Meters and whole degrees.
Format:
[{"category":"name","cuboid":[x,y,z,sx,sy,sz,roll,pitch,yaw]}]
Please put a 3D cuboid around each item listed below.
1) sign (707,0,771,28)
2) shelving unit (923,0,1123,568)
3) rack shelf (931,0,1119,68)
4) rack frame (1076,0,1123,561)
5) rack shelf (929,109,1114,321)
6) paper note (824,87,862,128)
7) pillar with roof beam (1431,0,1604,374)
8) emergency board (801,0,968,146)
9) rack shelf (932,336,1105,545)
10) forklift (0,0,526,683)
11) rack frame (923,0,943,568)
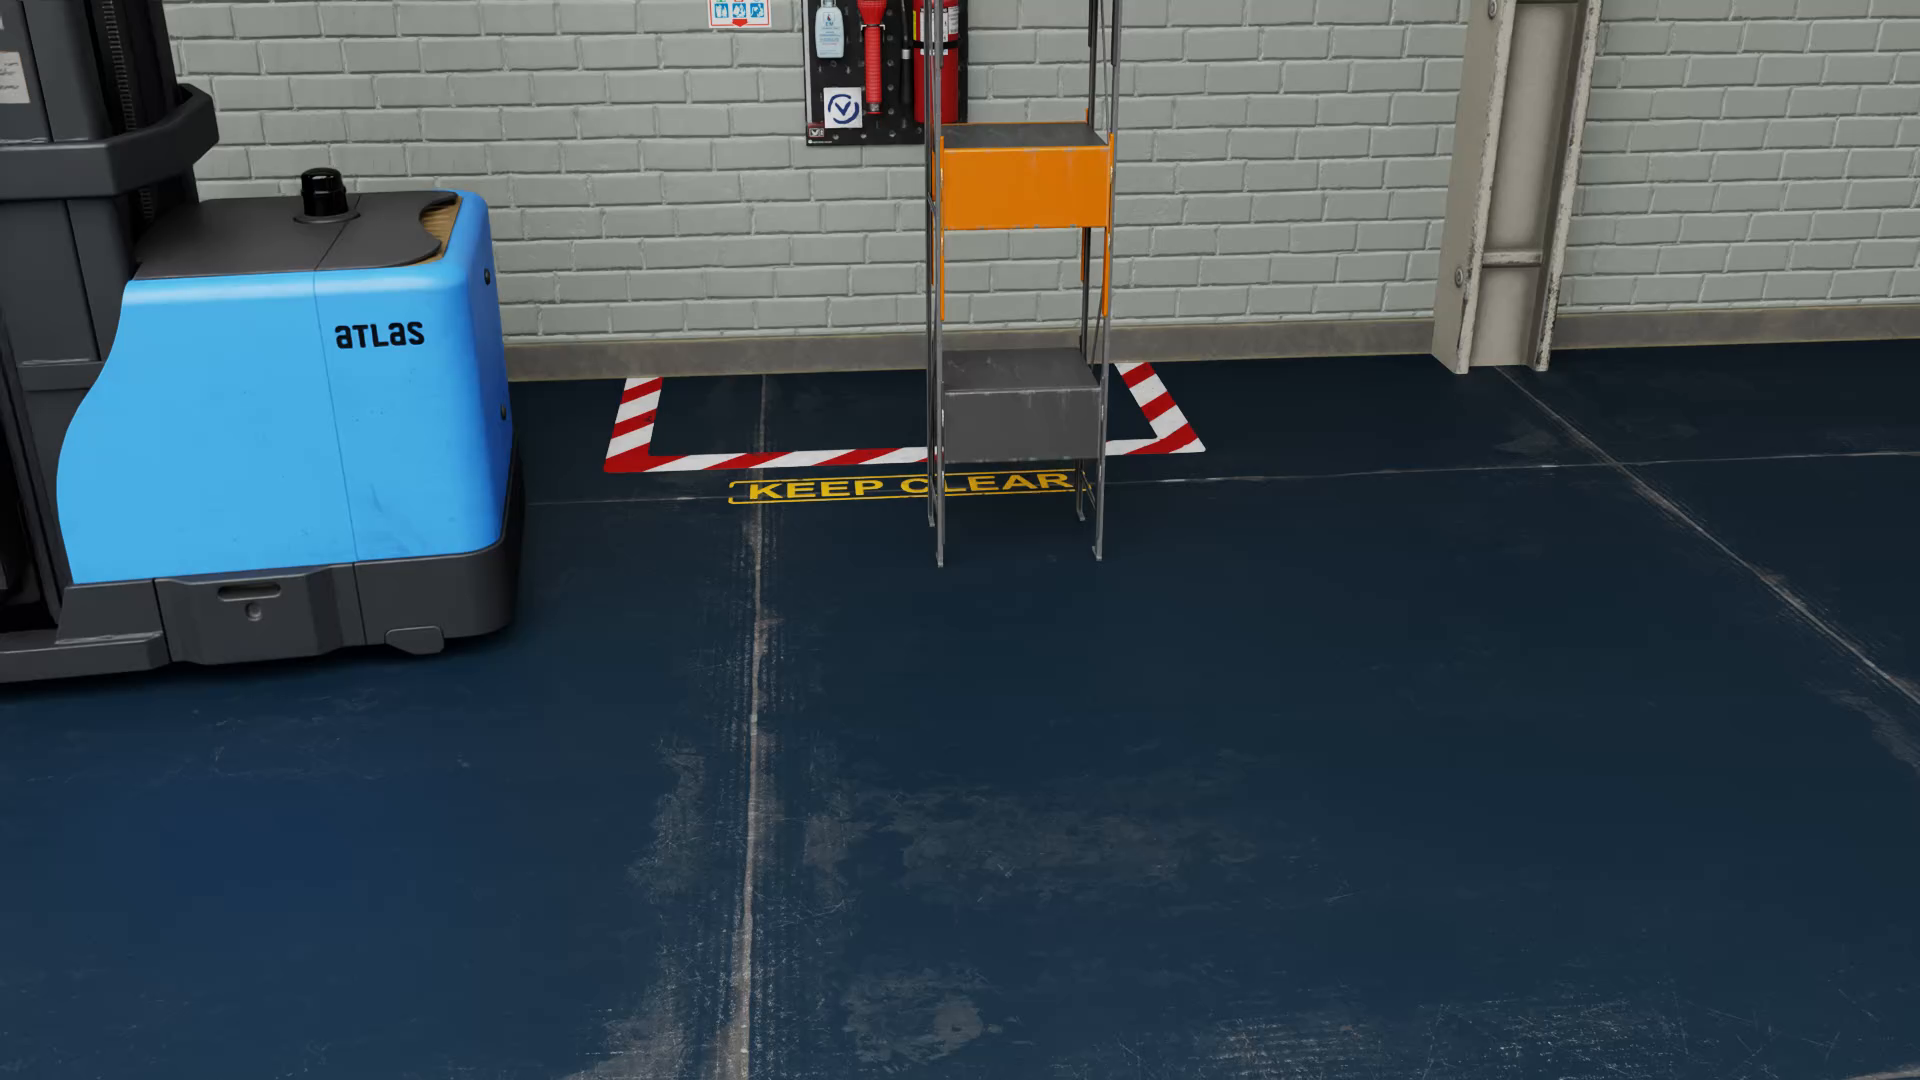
[{"category":"sign","cuboid":[-0.825,-2.071,6.172,0.234,0.329,0.001,-2,24,-5]},{"category":"shelving unit","cuboid":[0.165,-0.966,4.838,0.503,2.100,0.431,-2,24,-5]},{"category":"rack shelf","cuboid":[0.165,-1.593,4.560,0.480,0.518,0.431,-2,24,-5]},{"category":"rack frame","cuboid":[0.408,-0.976,4.860,0.015,2.100,0.400,-2,24,-5]},{"category":"rack shelf","cuboid":[0.165,-0.954,4.844,0.480,0.518,0.431,-2,24,-5]},{"category":"paper note","cuboid":[-0.447,-1.653,6.361,0.142,0.148,0.016,-2,24,-5]},{"category":"pillar with roof beam","cuboid":[2.622,-3.119,1.189,0.400,9.000,9.100,-2,24,-5]},{"category":"emergency board","cuboid":[-0.264,-2.035,6.135,0.643,1.169,0.194,-2,24,-5]},{"category":"rack shelf","cuboid":[0.165,-0.314,5.128,0.480,0.518,0.431,-2,24,-5]},{"category":"forklift","cuboid":[-2.800,-1.109,4.137,3.031,2.935,1.130,-5,24,-10]},{"category":"rack frame","cuboid":[-0.078,-0.956,4.817,0.015,2.100,0.400,-2,24,-5]}]
